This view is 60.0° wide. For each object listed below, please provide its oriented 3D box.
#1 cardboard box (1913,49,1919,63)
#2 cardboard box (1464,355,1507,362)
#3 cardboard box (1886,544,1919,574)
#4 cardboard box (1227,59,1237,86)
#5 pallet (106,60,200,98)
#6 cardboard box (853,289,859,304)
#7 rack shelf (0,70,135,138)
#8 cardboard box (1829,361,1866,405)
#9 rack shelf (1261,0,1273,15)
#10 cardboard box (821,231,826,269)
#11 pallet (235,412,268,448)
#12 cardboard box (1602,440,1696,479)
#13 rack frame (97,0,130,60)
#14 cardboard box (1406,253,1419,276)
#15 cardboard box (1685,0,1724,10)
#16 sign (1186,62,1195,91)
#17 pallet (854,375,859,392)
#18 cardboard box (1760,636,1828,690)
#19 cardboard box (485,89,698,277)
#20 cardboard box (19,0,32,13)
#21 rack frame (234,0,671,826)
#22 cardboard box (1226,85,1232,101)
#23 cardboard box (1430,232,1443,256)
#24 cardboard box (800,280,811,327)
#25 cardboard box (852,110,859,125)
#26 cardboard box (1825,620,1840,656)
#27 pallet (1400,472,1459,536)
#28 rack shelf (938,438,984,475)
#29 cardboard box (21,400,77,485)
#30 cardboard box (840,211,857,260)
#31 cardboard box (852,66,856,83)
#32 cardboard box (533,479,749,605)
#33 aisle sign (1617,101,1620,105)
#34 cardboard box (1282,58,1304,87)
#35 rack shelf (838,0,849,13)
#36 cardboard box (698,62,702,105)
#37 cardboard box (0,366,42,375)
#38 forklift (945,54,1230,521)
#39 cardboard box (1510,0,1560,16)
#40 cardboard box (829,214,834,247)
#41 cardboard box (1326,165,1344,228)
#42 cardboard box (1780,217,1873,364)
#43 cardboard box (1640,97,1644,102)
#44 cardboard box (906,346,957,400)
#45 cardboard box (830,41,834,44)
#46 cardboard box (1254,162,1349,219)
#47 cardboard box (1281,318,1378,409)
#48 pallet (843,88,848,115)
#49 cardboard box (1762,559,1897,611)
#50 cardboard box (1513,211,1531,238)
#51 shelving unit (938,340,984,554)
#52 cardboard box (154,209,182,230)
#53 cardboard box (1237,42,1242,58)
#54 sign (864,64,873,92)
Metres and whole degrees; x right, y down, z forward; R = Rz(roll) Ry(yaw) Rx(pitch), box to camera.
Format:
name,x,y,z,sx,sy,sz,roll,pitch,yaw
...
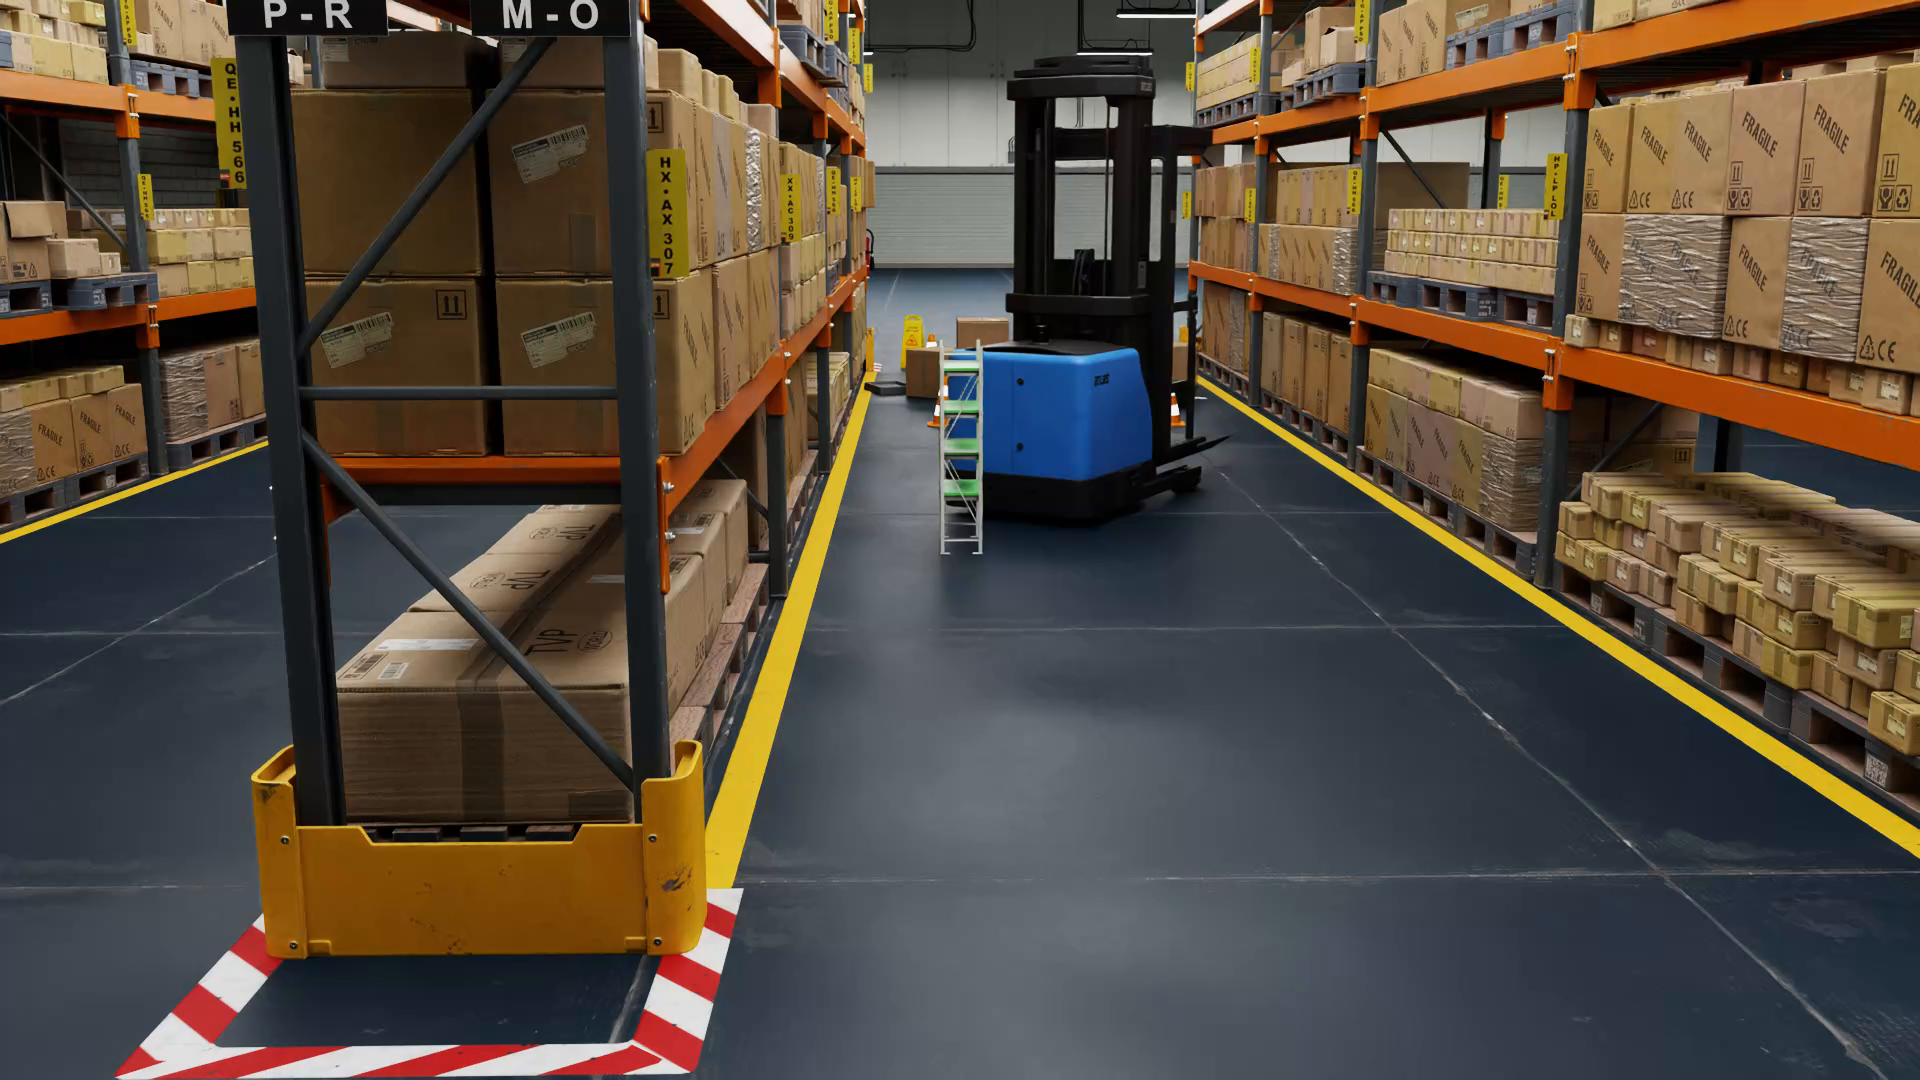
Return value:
name,x,y,z,sx,sy,sz,roll,pitch,yaw
cardboard box,8.156,-4.070,13.521,0.500,0.500,0.500,0,11,0
cardboard box,3.769,-1.124,11.401,0.500,0.250,0.500,0,11,0
cardboard box,3.919,0.112,6.581,0.380,0.149,0.250,0,11,0
cardboard box,3.103,-4.900,17.445,0.500,0.250,0.500,0,11,-2
pallet,-6.541,-3.462,12.508,1.213,0.211,1.003,0,11,1
cardboard box,-1.255,-2.555,17.451,0.380,0.149,0.250,0,11,1
rack shelf,-6.397,-2.669,9.938,1.077,0.370,4.000,0,11,-1
cardboard box,3.355,-0.564,5.926,0.380,0.149,0.250,-1,11,-4
rack shelf,3.430,-4.800,13.902,1.077,0.370,4.000,0,11,-1
cardboard box,-1.211,-2.047,11.724,0.500,0.250,0.500,0,11,-1
pallet,-6.438,-0.989,14.401,1.003,0.211,1.213,0,11,-1
cardboard box,3.804,-0.345,9.445,0.500,0.500,0.500,0,11,1
rack frame,-6.438,-4.890,11.528,1.000,3.000,0.127,0,11,-1
cardboard box,3.290,-1.897,11.441,0.380,0.149,0.250,0,11,2
cardboard box,3.310,-2.316,6.765,0.500,0.250,0.500,0,11,1
sign,2.751,-5.537,19.868,0.100,0.325,0.005,0,11,-1
pallet,-1.636,-1.776,18.281,1.003,0.211,1.213,0,11,-1
cardboard box,3.305,0.464,6.343,0.380,0.149,0.250,-1,11,-4
cardboard box,-1.035,-1.016,4.757,0.500,0.500,0.500,0,11,-2
cardboard box,-6.216,-3.464,10.671,0.380,0.149,0.250,0,11,-2
rack frame,-1.310,-0.380,4.390,1.000,3.000,0.127,0,11,-1
cardboard box,3.034,-4.732,17.621,0.380,0.149,0.250,0,11,-2
cardboard box,3.307,-1.936,10.885,0.380,0.149,0.250,0,11,-1
cardboard box,-1.145,-1.395,9.770,0.500,0.250,0.500,0,11,-2
cardboard box,-1.258,-4.432,17.450,0.380,0.149,0.250,0,11,-2
cardboard box,3.425,0.364,6.087,0.380,0.149,0.250,0,11,-2
pallet,3.508,-0.247,10.747,1.003,0.211,1.213,0,11,-1
rack shelf,0.003,-0.492,9.790,0.258,0.148,0.480,0,11,-1
cardboard box,-6.201,-0.644,10.918,0.500,0.500,0.500,0,11,1
cardboard box,-1.289,-3.049,16.545,0.500,0.500,0.500,0,11,-1
cardboard box,-1.248,-4.724,16.882,0.380,0.149,0.250,0,11,-2
cardboard box,-1.487,0.000,7.905,0.875,0.438,0.875,0,11,-2
aisle sign,7.966,-4.887,20.064,0.394,0.787,0.004,0,11,-1
cardboard box,3.152,-4.344,15.414,0.258,0.266,0.396,0,11,-2
rack shelf,-1.517,-4.760,13.703,1.077,0.370,4.000,0,11,-1
cardboard box,-1.032,-1.465,5.339,0.380,0.149,0.250,-1,11,-3
cardboard box,-6.739,-1.143,11.749,0.380,0.149,0.250,0,11,2
forklift,1.067,-1.804,11.581,1.130,2.935,3.031,6,13,29
cardboard box,3.653,-3.250,9.674,0.797,0.503,0.637,0,11,-2
cardboard box,-1.271,-2.565,13.103,0.500,0.500,0.500,0,11,2
cardboard box,3.448,-2.842,13.757,0.700,0.500,0.500,0,11,-2
cardboard box,3.345,-0.907,5.986,0.500,0.500,0.500,0,11,-1
cardboard box,8.079,-5.036,19.169,0.380,0.149,0.250,0,11,-2
cardboard box,-0.220,-1.761,17.474,0.500,0.500,0.500,9,15,38
cardboard box,-1.419,-4.498,15.208,0.500,0.250,0.500,0,11,0
cardboard box,3.416,-3.482,16.587,0.875,0.550,0.550,0,11,-1
cardboard box,3.508,-1.595,14.977,1.050,0.750,0.750,0,11,-1
pallet,-1.652,-4.021,15.261,1.213,0.211,1.003,0,11,-1
cardboard box,3.289,0.169,6.301,0.380,0.149,0.250,0,11,1
cardboard box,3.341,-1.774,9.338,0.380,0.149,0.250,-1,11,-3
shelving unit,0.003,-0.555,9.778,0.258,1.200,0.503,0,11,-1
cardboard box,-6.157,-2.434,12.630,0.380,0.149,0.250,0,11,0
cardboard box,3.048,-5.020,17.033,0.380,0.149,0.250,0,11,0
sign,-1.085,-5.463,19.672,0.100,0.325,0.005,0,11,-1
